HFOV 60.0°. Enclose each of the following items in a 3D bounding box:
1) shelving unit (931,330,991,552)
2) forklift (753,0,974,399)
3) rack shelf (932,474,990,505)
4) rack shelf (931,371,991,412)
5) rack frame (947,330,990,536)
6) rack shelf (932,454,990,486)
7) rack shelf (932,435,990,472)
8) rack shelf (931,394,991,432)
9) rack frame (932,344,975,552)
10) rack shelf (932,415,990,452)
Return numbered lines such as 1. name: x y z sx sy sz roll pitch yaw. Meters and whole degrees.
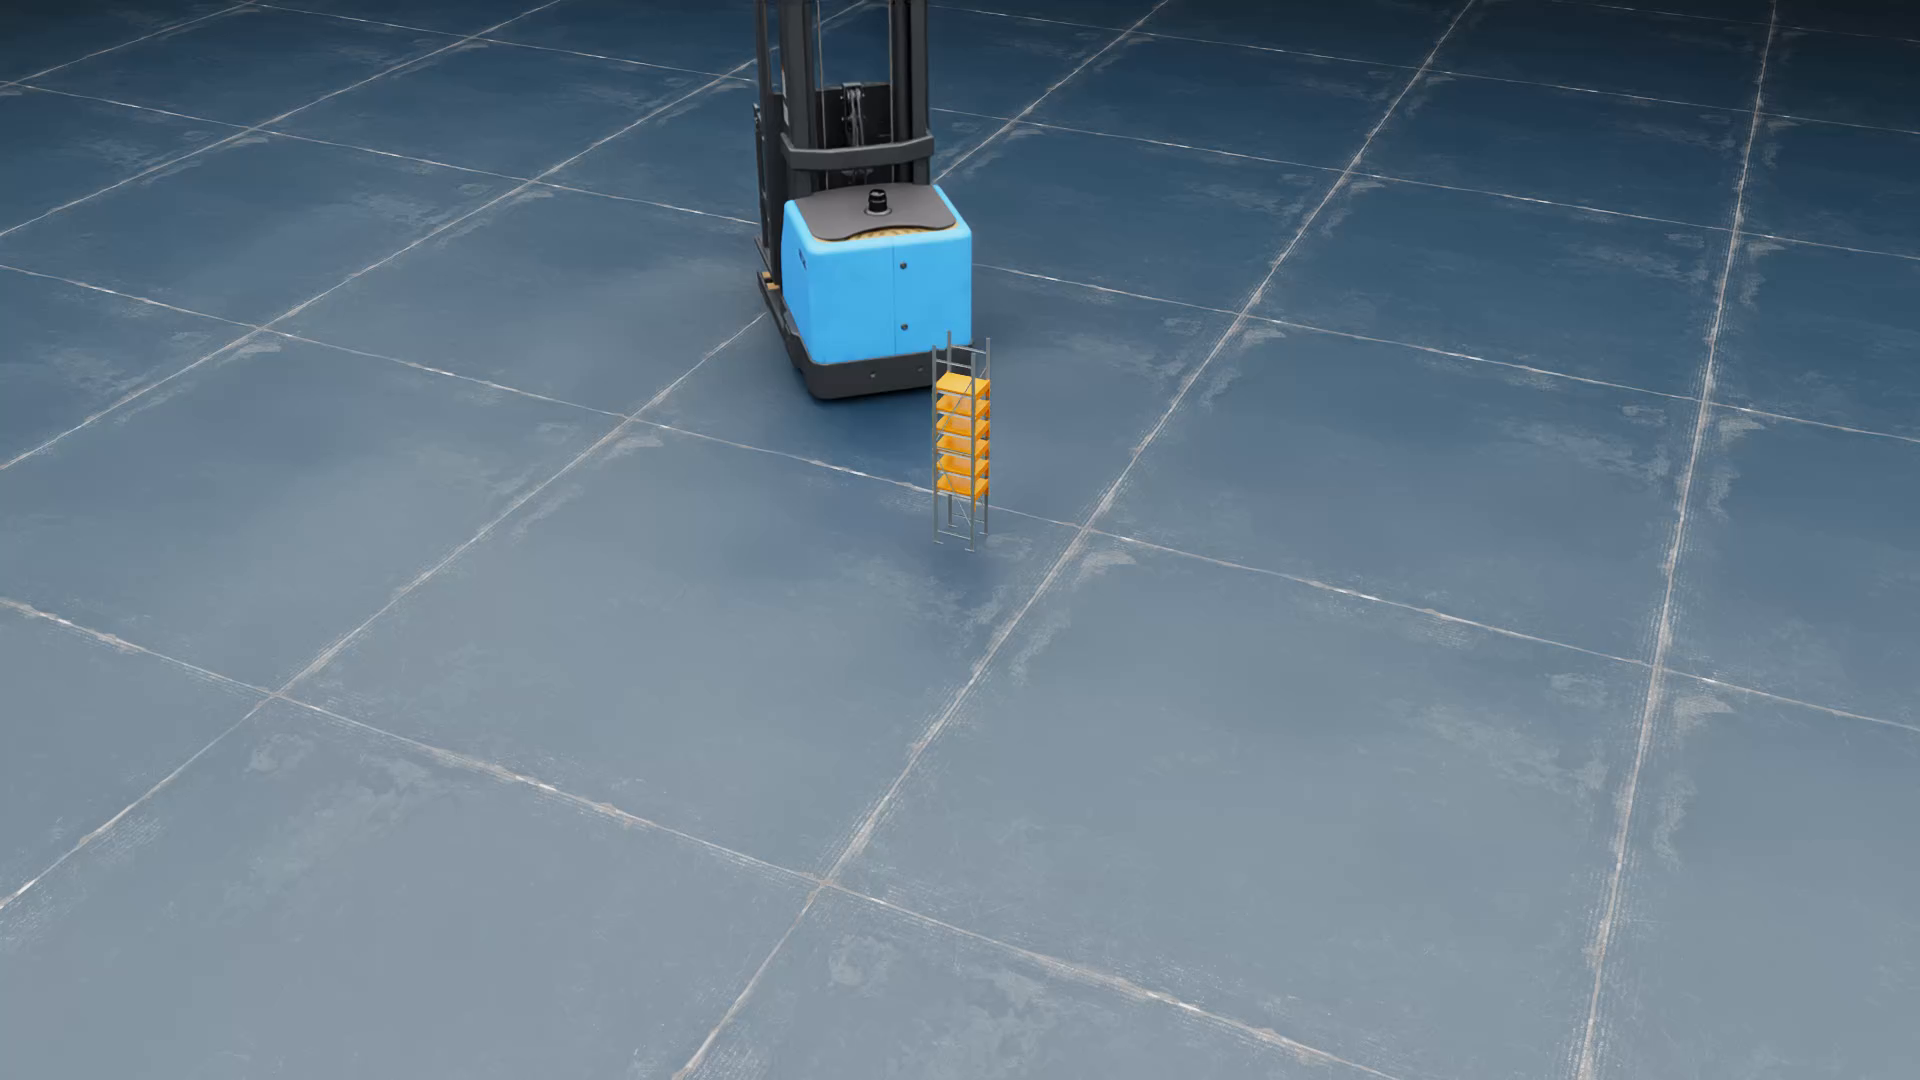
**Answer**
1. shelving unit: 0.006 -0.509 8.800 0.258 1.200 0.189 14 36 20
2. forklift: -0.802 -2.904 10.874 1.130 2.935 3.031 -9 34 -13
3. rack shelf: 0.006 -0.271 8.956 0.258 0.103 0.180 14 36 20
4. rack shelf: 0.006 -0.773 8.627 0.258 0.103 0.180 14 36 20
5. rack frame: 0.044 -0.555 8.870 0.240 1.200 0.006 14 36 20
6. rack shelf: 0.006 -0.371 8.891 0.258 0.103 0.180 14 36 20
7. rack shelf: 0.006 -0.472 8.825 0.258 0.103 0.180 14 36 20
8. rack shelf: 0.006 -0.673 8.693 0.258 0.103 0.180 14 36 20
9. rack frame: -0.032 -0.463 8.731 0.240 1.200 0.006 14 36 20
10. rack shelf: 0.006 -0.572 8.759 0.258 0.103 0.180 14 36 20
